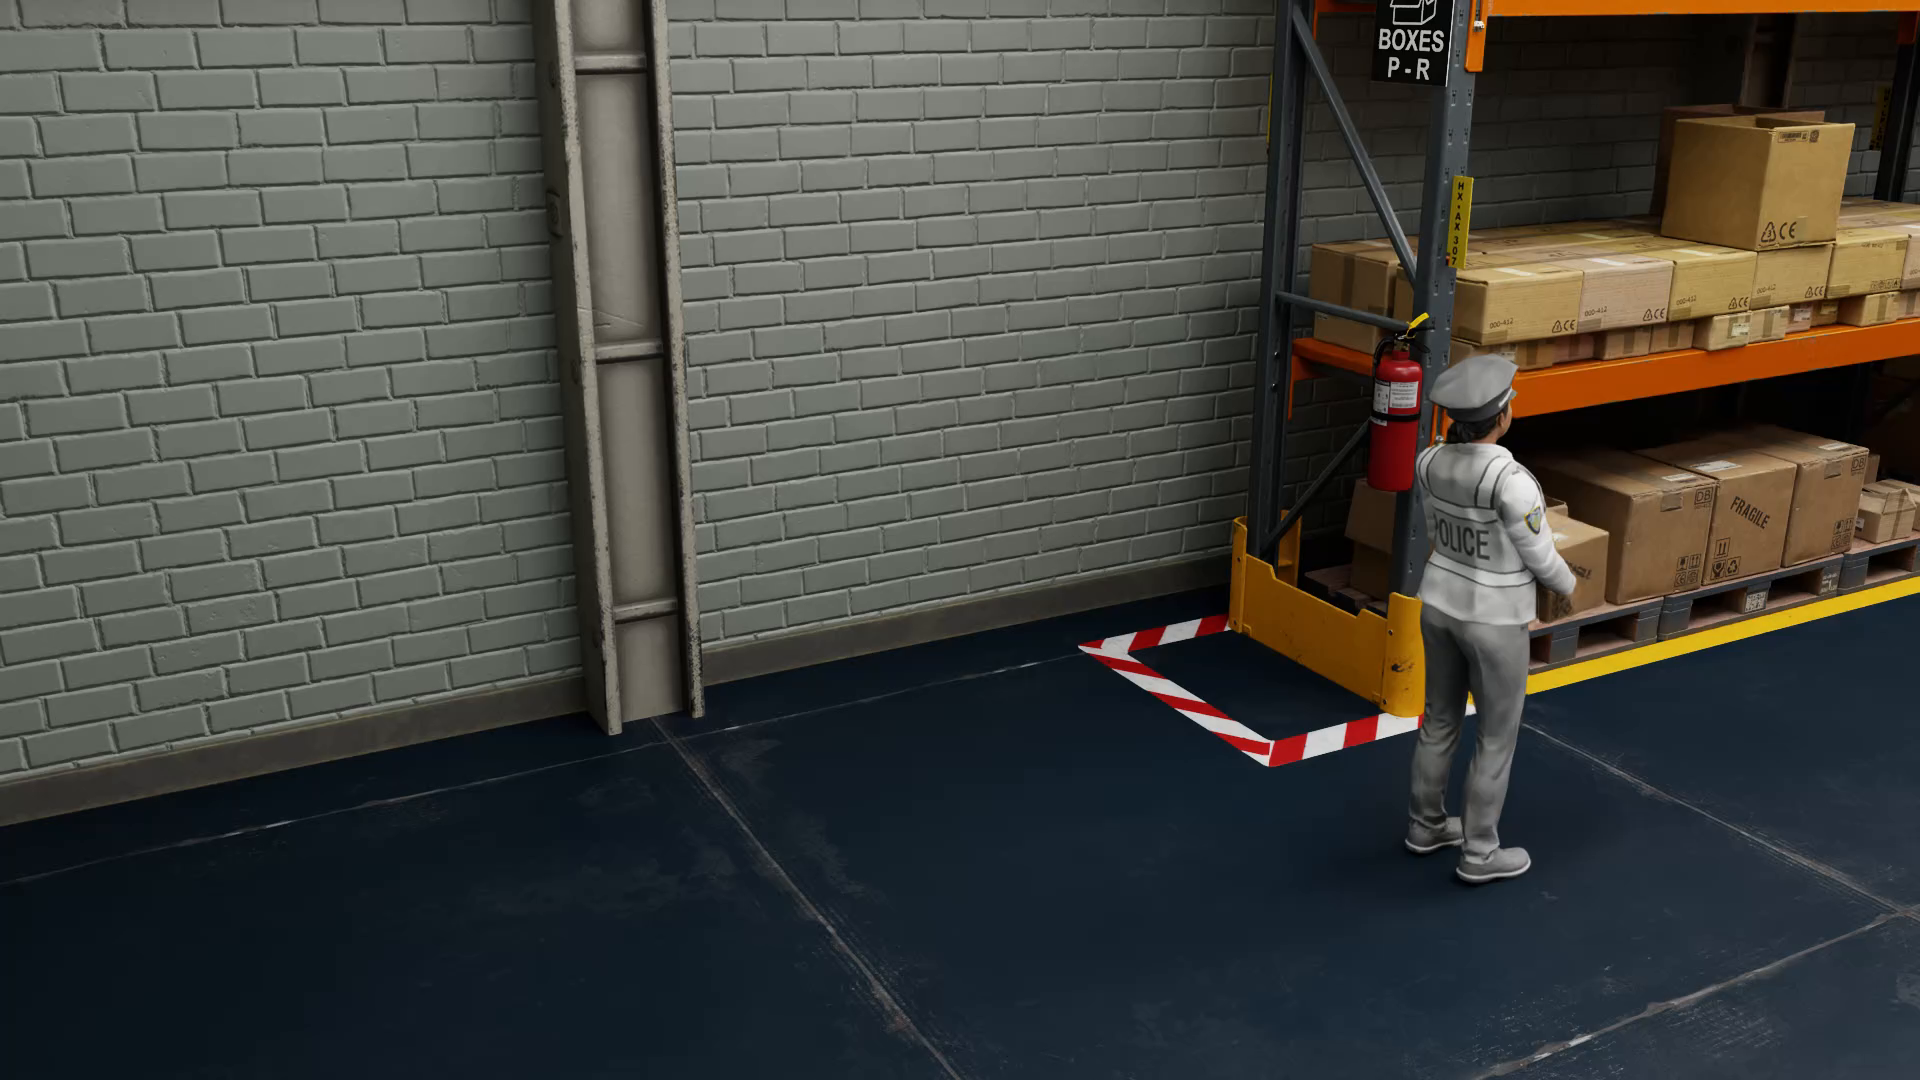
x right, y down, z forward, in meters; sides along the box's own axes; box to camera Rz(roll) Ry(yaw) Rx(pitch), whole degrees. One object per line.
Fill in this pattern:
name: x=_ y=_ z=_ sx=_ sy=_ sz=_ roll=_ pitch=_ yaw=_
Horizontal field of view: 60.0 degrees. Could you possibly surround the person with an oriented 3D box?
person: x=14.347 y=-1.996 z=5.393 sx=23.032 sy=5.869 sz=12.225 roll=-11 pitch=21 yaw=-29
